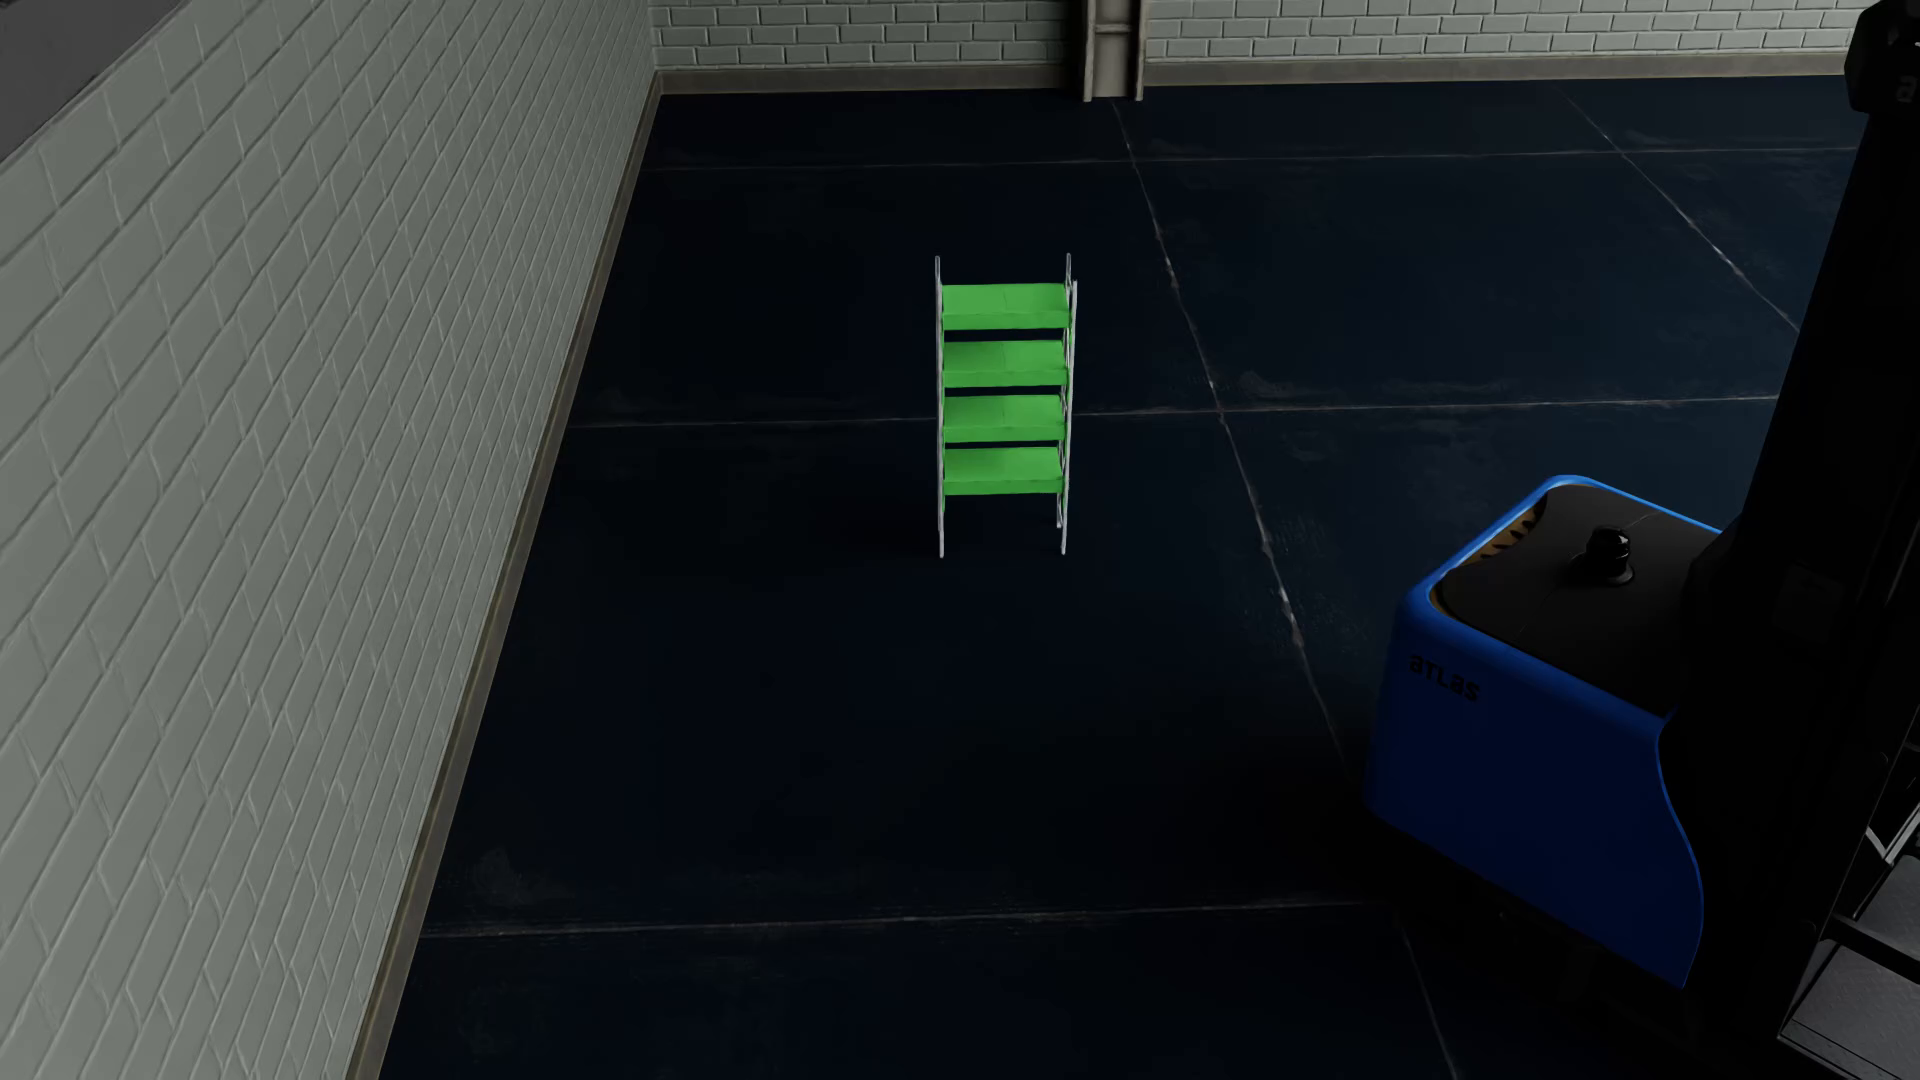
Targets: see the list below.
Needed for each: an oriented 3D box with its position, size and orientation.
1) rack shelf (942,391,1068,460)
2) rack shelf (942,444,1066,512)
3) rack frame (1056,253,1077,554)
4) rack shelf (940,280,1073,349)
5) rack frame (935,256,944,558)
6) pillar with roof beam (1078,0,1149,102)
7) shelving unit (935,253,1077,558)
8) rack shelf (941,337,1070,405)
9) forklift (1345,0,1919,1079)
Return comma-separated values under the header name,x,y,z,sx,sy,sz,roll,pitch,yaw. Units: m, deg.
name,x,y,z,sx,sy,sz,roll,pitch,yaw
rack shelf,0.165,-0.445,6.451,0.480,0.148,0.258,-2,35,-2
rack shelf,0.165,-0.248,6.588,0.480,0.148,0.258,-2,35,-2
rack frame,0.409,-0.504,6.424,0.015,1.200,0.240,-2,35,-2
rack shelf,0.165,-0.840,6.178,0.480,0.148,0.258,-2,35,-2
rack frame,-0.078,-0.491,6.405,0.015,1.200,0.240,-2,35,-2
pillar with roof beam,1.199,-4.220,4.940,0.400,9.000,9.100,-2,35,-2
shelving unit,0.165,-0.498,6.415,0.503,1.200,0.258,-2,35,-2
rack shelf,0.165,-0.643,6.315,0.480,0.148,0.258,-2,35,-2
forklift,2.615,0.228,3.845,3.031,2.935,1.130,29,44,35
